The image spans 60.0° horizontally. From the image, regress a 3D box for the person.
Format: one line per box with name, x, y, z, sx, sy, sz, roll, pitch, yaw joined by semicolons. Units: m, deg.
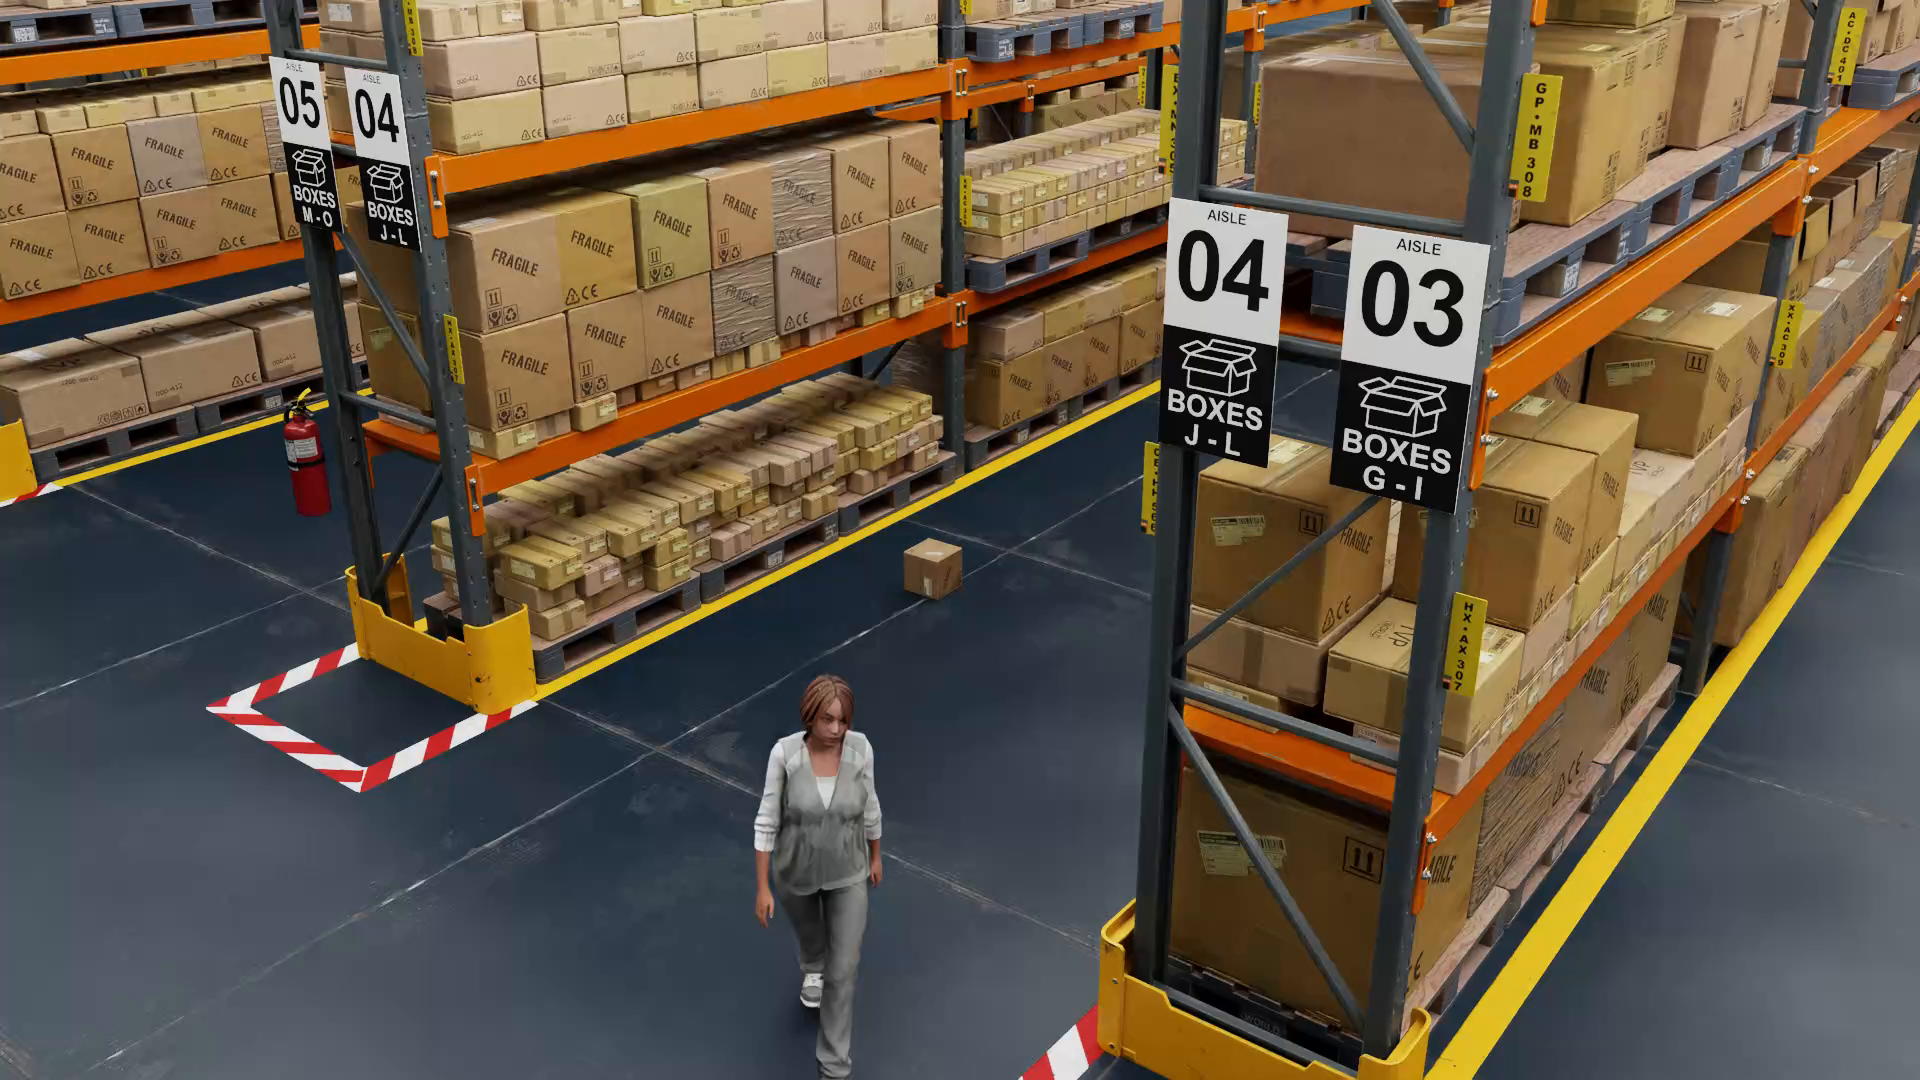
person;-0.497;1.195;5.893;0.457;1.535;0.921;-2;24;-5
